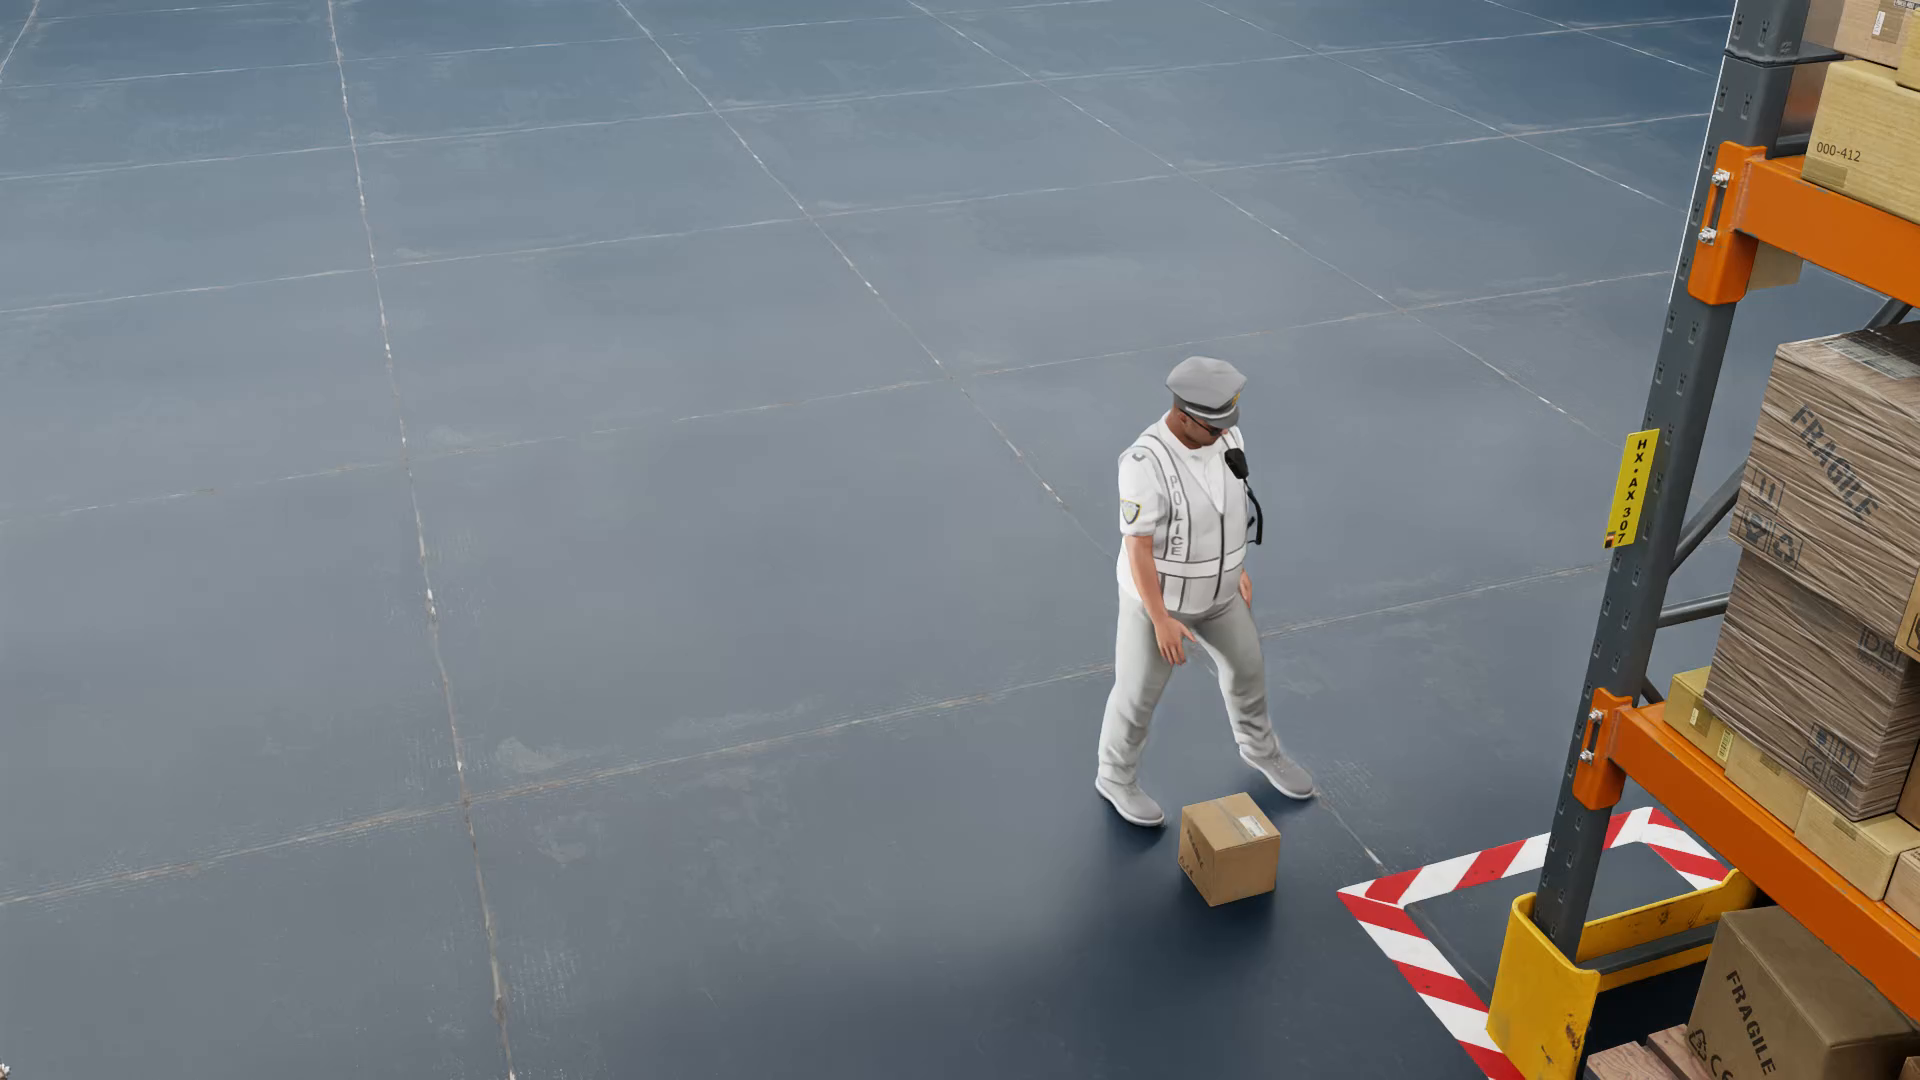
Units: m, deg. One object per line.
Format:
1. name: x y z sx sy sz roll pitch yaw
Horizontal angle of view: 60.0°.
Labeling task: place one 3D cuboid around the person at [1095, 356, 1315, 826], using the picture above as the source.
1. person: 0.894 0.181 5.790 0.738 1.742 0.549 -19 35 -29
